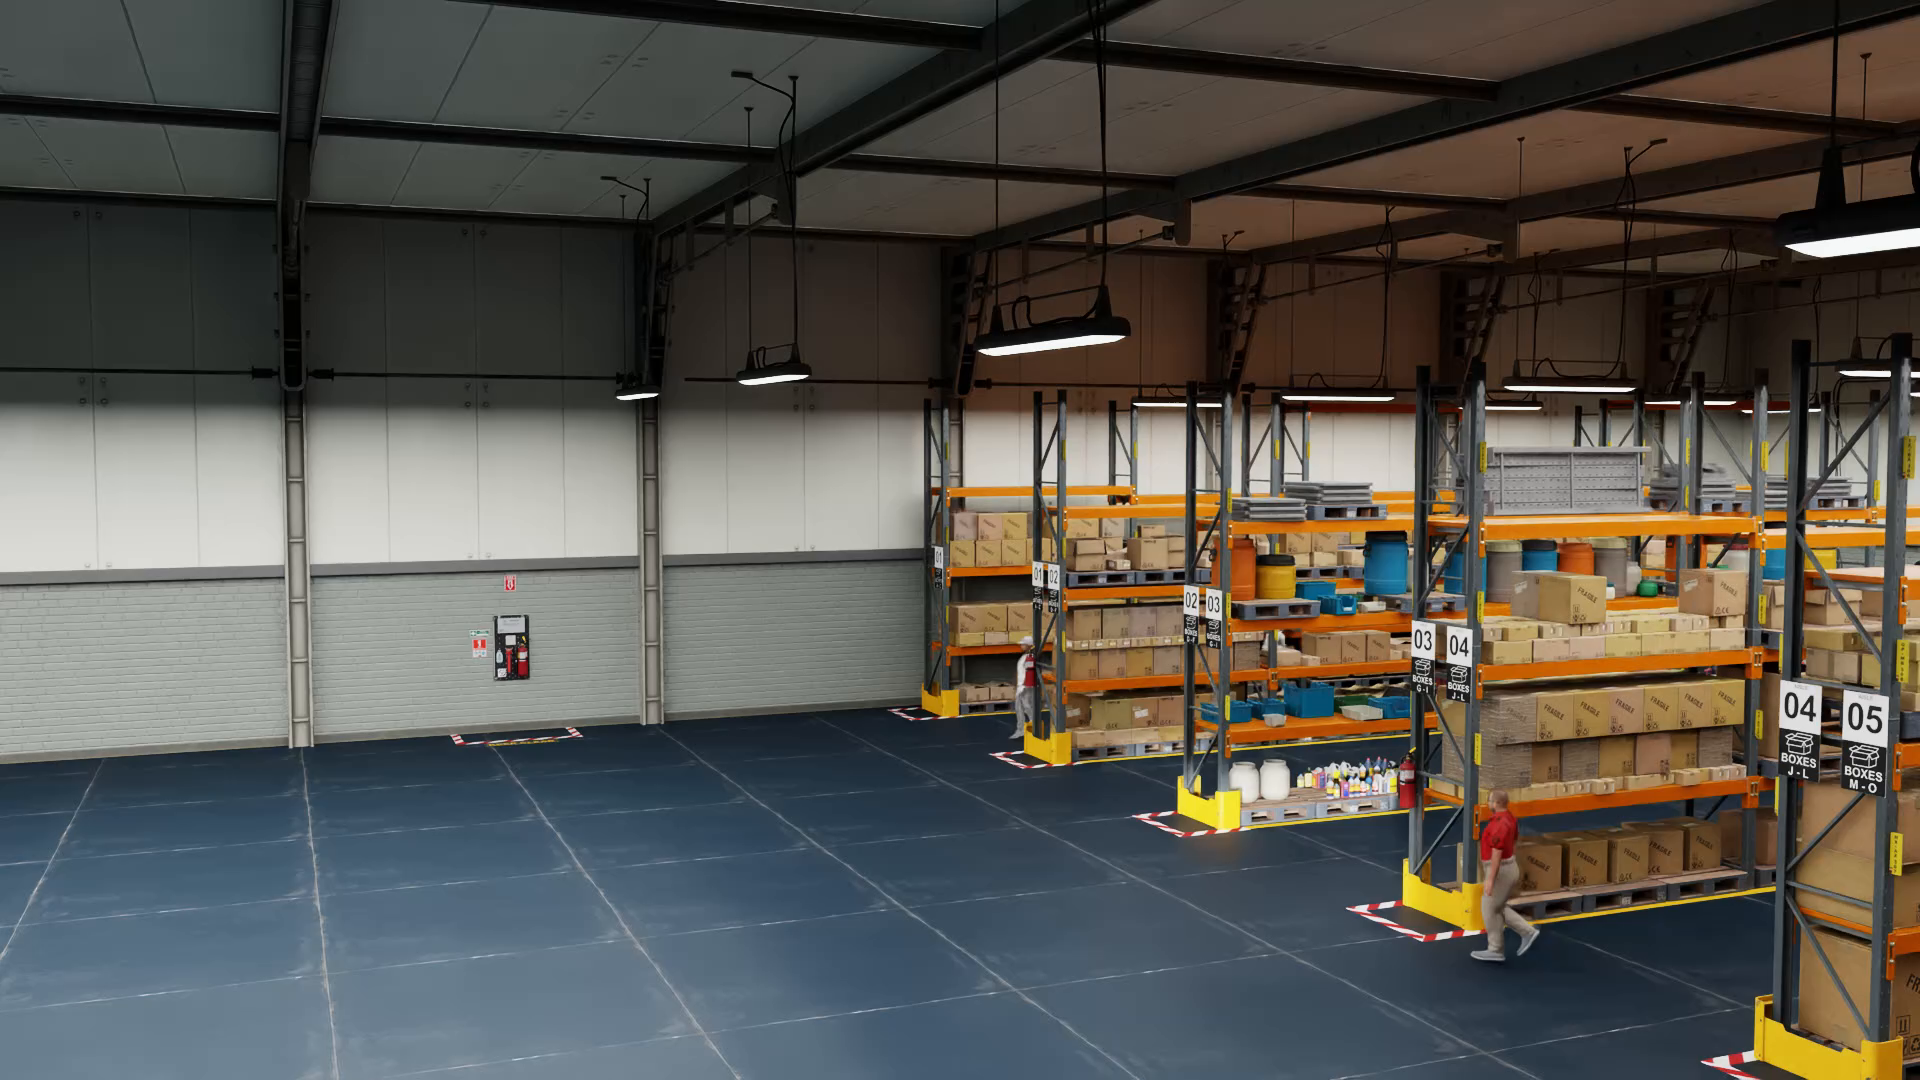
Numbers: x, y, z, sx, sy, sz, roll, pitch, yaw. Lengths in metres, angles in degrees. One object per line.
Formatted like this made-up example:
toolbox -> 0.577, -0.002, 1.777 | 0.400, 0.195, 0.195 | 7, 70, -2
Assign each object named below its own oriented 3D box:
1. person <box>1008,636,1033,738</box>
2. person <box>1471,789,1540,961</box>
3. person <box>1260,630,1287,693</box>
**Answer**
person -> 1.128, 2.583, 28.951 | 0.553, 1.826, 0.609 | 0, 3, -4
person -> 5.411, 3.317, 16.470 | 0.635, 1.708, 0.539 | 2, 4, 25
person -> 6.166, 2.367, 32.862 | 1.084, 1.717, 0.584 | -2, 4, -25
